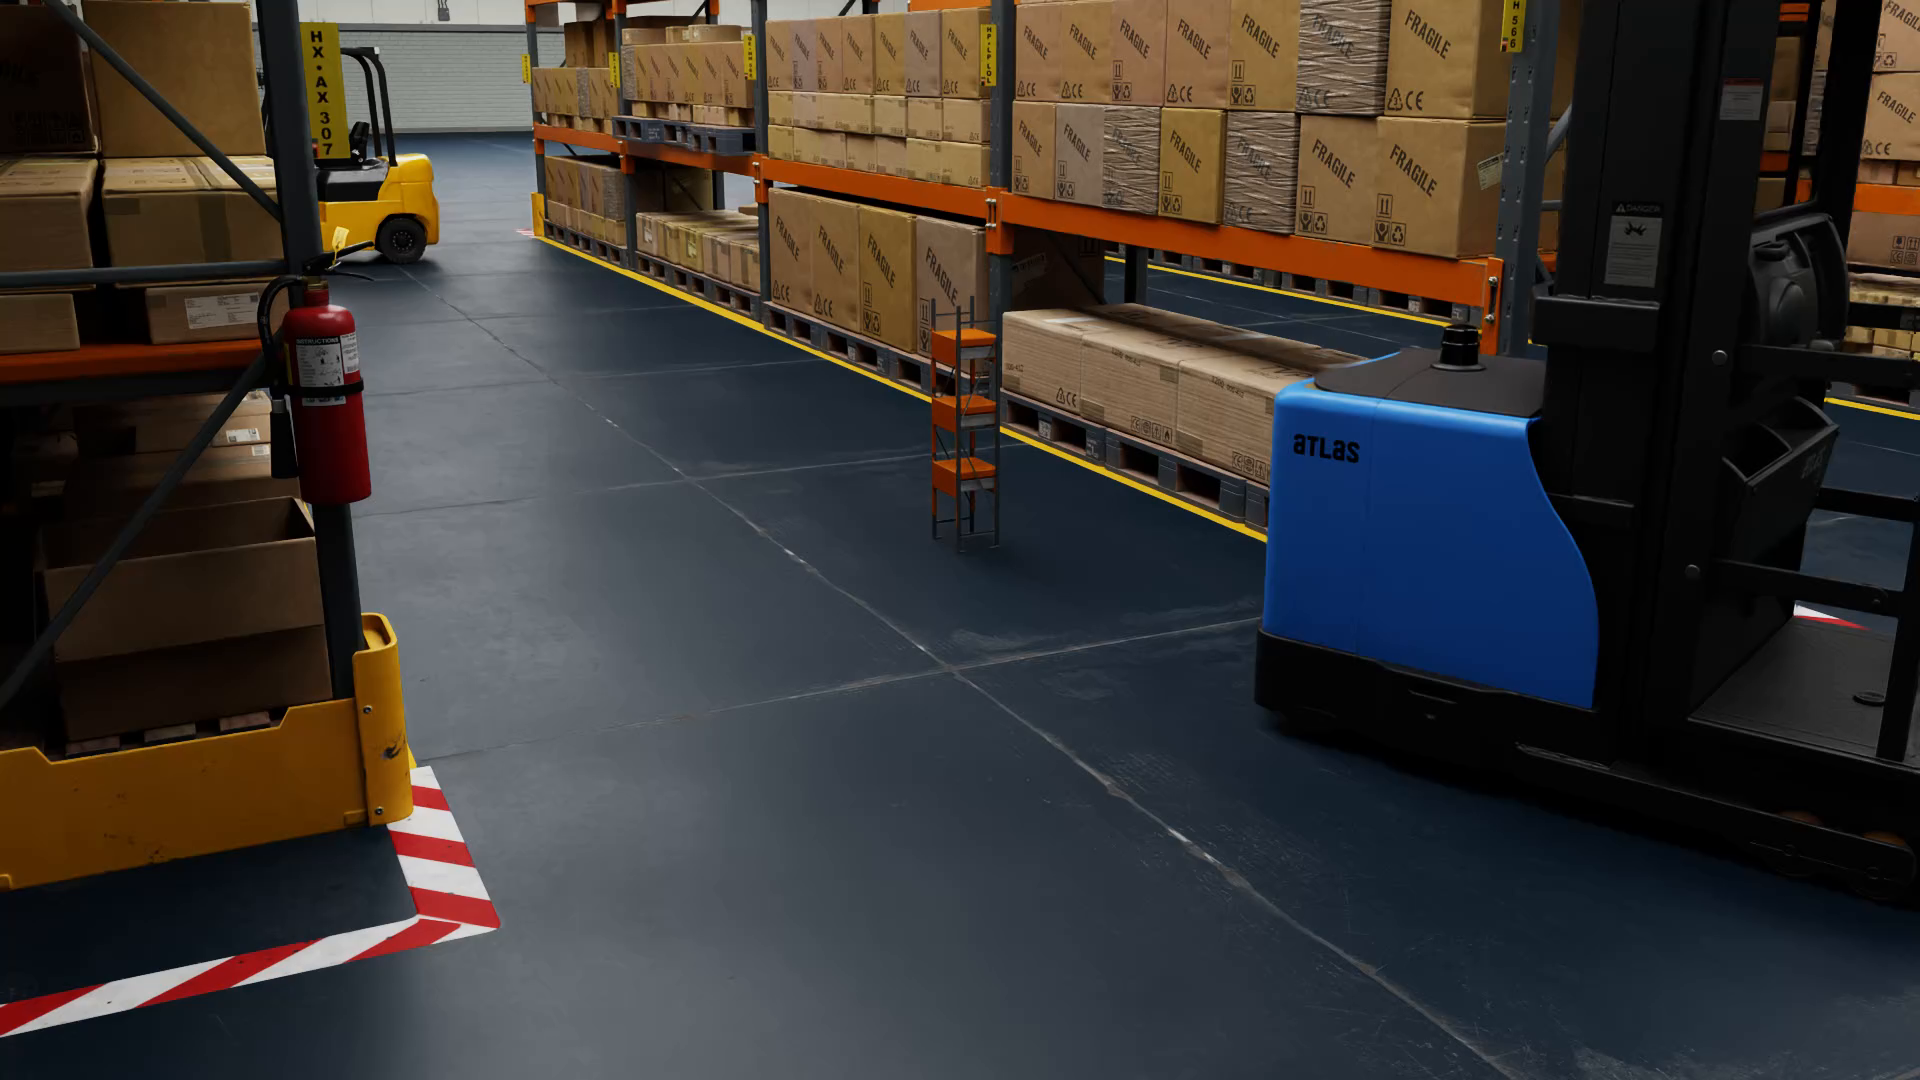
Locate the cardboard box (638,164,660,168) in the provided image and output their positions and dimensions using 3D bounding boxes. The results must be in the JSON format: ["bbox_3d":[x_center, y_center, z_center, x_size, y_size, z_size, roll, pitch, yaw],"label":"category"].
[{"bbox_3d":[-3.121,-3.756,17.765,0.500,0.500,0.500,-7,17,-23],"label":"cardboard box"}]

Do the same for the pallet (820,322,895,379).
[{"bbox_3d":[-0.300,-1.366,11.629,1.003,0.211,1.213,-8,18,-25],"label":"pallet"}]

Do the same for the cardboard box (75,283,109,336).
[{"bbox_3d":[-2.506,-0.628,4.457,0.380,0.149,0.250,-7,17,-23],"label":"cardboard box"}]

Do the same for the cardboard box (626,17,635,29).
[{"bbox_3d":[-3.063,-5.141,17.195,0.700,0.500,0.500,-8,18,-25],"label":"cardboard box"}]

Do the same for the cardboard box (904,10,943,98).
[{"bbox_3d":[-0.011,-2.958,10.126,0.500,0.500,0.500,-7,18,-24],"label":"cardboard box"}]

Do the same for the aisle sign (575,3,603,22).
[{"bbox_3d":[-4.379,-6.497,19.739,0.394,0.787,0.004,-8,18,-25],"label":"aisle sign"}]

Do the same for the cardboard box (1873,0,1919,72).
[{"bbox_3d":[5.685,-2.992,9.706,0.500,0.500,0.500,-8,18,-27],"label":"cardboard box"}]

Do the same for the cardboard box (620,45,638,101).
[{"bbox_3d":[-2.913,-4.447,15.827,0.500,0.500,0.500,-7,18,-24],"label":"cardboard box"}]

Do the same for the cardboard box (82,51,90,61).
[{"bbox_3d":[-7.732,-4.150,14.377,0.380,0.149,0.250,-8,18,-25],"label":"cardboard box"}]

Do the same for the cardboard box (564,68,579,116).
[{"bbox_3d":[-3.971,-4.858,18.019,0.500,0.500,0.500,-8,18,-26],"label":"cardboard box"}]

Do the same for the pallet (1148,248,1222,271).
[{"bbox_3d":[2.489,-3.003,17.332,1.003,0.211,1.213,-8,18,-25],"label":"pallet"}]

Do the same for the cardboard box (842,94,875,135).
[{"bbox_3d":[-0.465,-2.845,11.093,0.500,0.250,0.500,-7,18,-24],"label":"cardboard box"}]

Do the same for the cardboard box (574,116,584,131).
[{"bbox_3d":[-3.954,-4.505,17.967,0.380,0.149,0.250,-7,18,-24],"label":"cardboard box"}]

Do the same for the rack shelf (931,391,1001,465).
[{"bbox_3d":[0.023,-0.481,7.063,0.215,0.259,0.240,-8,18,-25],"label":"rack shelf"}]

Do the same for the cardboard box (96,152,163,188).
[{"bbox_3d":[-2.710,-1.219,5.794,0.500,0.250,0.500,-8,18,-26],"label":"cardboard box"}]

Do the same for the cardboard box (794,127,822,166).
[{"bbox_3d":[-0.879,-2.864,12.065,0.500,0.250,0.500,-8,18,-27],"label":"cardboard box"}]

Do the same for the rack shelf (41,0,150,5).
[{"bbox_3d":[-8.197,-5.196,15.786,1.077,0.370,4.000,-8,18,-25],"label":"rack shelf"}]

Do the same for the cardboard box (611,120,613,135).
[{"bbox_3d":[-3.275,-4.127,16.650,0.380,0.149,0.250,-8,18,-25],"label":"cardboard box"}]

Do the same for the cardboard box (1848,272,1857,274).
[{"bbox_3d":[5.746,-1.712,11.107,0.380,0.149,0.250,-7,17,-23],"label":"cardboard box"}]

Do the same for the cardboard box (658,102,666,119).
[{"bbox_3d":[-2.533,-3.918,15.160,0.380,0.149,0.250,-7,18,-24],"label":"cardboard box"}]

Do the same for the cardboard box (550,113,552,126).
[{"bbox_3d":[-4.484,-4.830,19.101,0.380,0.149,0.250,-8,18,-27],"label":"cardboard box"}]

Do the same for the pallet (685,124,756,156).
[{"bbox_3d":[-1.516,-3.285,13.607,1.213,0.211,1.003,-8,18,-25],"label":"pallet"}]

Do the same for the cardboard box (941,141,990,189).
[{"bbox_3d":[0.221,-2.230,9.856,0.500,0.250,0.500,-8,18,-26],"label":"cardboard box"}]

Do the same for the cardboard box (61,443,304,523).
[{"bbox_3d":[-2.586,-0.009,5.614,0.700,0.500,0.500,-7,17,-23],"label":"cardboard box"}]

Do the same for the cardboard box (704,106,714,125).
[{"bbox_3d":[-1.900,-3.525,13.791,0.380,0.149,0.250,-9,18,-28],"label":"cardboard box"}]

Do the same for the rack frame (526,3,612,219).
[{"bbox_3d":[-4.613,-5.197,19.922,1.000,3.000,0.127,-8,18,-25],"label":"rack frame"}]

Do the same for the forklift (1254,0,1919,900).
[{"bbox_3d":[2.388,-0.679,4.303,3.031,2.935,1.130,13,20,37],"label":"forklift"}]

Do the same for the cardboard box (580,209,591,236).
[{"bbox_3d":[-3.822,-3.457,18.082,0.500,0.250,0.500,-7,18,-24],"label":"cardboard box"}]

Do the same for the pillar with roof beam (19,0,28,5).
[{"bbox_3d":[-8.337,-9.206,23.017,9.100,9.000,0.400,-8,18,-25],"label":"pillar with roof beam"}]

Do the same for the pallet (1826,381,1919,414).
[{"bbox_3d":[5.914,-1.039,10.489,1.003,0.211,1.213,-8,18,-25],"label":"pallet"}]

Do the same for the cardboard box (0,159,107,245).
[{"bbox_3d":[-2.941,-1.033,5.145,0.500,0.250,0.500,-7,17,-23],"label":"cardboard box"}]

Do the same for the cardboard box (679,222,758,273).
[{"bbox_3d":[-2.004,-2.664,15.098,0.950,0.372,0.625,-7,17,-23],"label":"cardboard box"}]

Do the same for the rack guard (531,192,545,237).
[{"bbox_3d":[-4.580,-3.977,20.201,1.175,0.500,0.348,-8,18,-25],"label":"rack guard"}]

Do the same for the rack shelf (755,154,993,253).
[{"bbox_3d":[-0.232,-2.372,11.381,1.077,0.370,4.000,-8,18,-25],"label":"rack shelf"}]

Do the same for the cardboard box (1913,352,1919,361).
[{"bbox_3d":[5.854,-1.032,9.817,0.380,0.149,0.250,-9,18,-27],"label":"cardboard box"}]

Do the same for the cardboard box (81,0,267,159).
[{"bbox_3d":[-2.678,-1.577,5.681,0.500,0.500,0.500,-7,18,-23],"label":"cardboard box"}]

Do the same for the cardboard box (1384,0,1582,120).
[{"bbox_3d":[1.971,-1.849,6.262,0.500,0.500,0.500,-7,17,-23],"label":"cardboard box"}]

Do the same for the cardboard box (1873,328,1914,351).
[{"bbox_3d":[5.751,-1.245,10.019,0.380,0.149,0.250,-7,17,-22],"label":"cardboard box"}]

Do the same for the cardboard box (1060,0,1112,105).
[{"bbox_3d":[0.851,-2.477,8.449,0.500,0.500,0.500,-8,18,-26],"label":"cardboard box"}]

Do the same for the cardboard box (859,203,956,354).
[{"bbox_3d":[-0.102,-1.769,11.068,0.875,0.875,0.875,-7,17,-23],"label":"cardboard box"}]

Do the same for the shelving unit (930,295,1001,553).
[{"bbox_3d":[0.023,-0.491,7.060,0.215,1.050,0.252,-8,18,-25],"label":"shelving unit"}]

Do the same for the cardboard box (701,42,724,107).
[{"bbox_3d":[-1.794,-3.812,13.615,0.500,0.500,0.500,-8,18,-26],"label":"cardboard box"}]

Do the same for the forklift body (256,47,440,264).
[{"bbox_3d":[-6.603,-3.938,17.076,2.313,2.155,1.214,-8,18,-25],"label":"forklift body"}]

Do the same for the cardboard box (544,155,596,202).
[{"bbox_3d":[-4.497,-4.198,19.306,0.500,0.500,0.500,-8,18,-27],"label":"cardboard box"}]

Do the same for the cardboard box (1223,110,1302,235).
[{"bbox_3d":[1.507,-1.618,7.269,0.500,0.500,0.500,-7,17,-23],"label":"cardboard box"}]

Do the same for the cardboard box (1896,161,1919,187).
[{"bbox_3d":[5.789,-2.173,9.839,0.380,0.149,0.250,-7,18,-24],"label":"cardboard box"}]

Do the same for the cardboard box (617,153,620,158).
[{"bbox_3d":[-3.699,-4.437,18.961,0.380,0.149,0.250,-7,18,-24],"label":"cardboard box"}]

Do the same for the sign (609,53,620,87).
[{"bbox_3d":[-3.345,-4.554,16.111,0.100,0.325,0.005,-8,18,-25],"label":"sign"}]

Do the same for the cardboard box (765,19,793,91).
[{"bbox_3d":[-1.112,-3.590,12.329,0.500,0.500,0.500,-8,18,-27],"label":"cardboard box"}]

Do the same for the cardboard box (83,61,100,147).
[{"bbox_3d":[-3.827,-2.018,7.901,0.700,0.500,0.500,-7,18,-23],"label":"cardboard box"}]

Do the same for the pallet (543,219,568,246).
[{"bbox_3d":[-4.256,-3.632,19.524,1.003,0.211,1.213,-8,18,-25],"label":"pallet"}]

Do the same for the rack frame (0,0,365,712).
[{"bbox_3d":[-2.064,-0.629,4.004,1.000,3.000,0.127,-8,18,-25],"label":"rack frame"}]

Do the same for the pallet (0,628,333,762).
[{"bbox_3d":[-2.447,0.495,5.143,1.003,0.211,1.213,-8,18,-25],"label":"pallet"}]

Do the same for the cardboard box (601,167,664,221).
[{"bbox_3d":[-3.361,-3.560,17.082,0.500,0.500,0.500,-8,18,-26],"label":"cardboard box"}]
